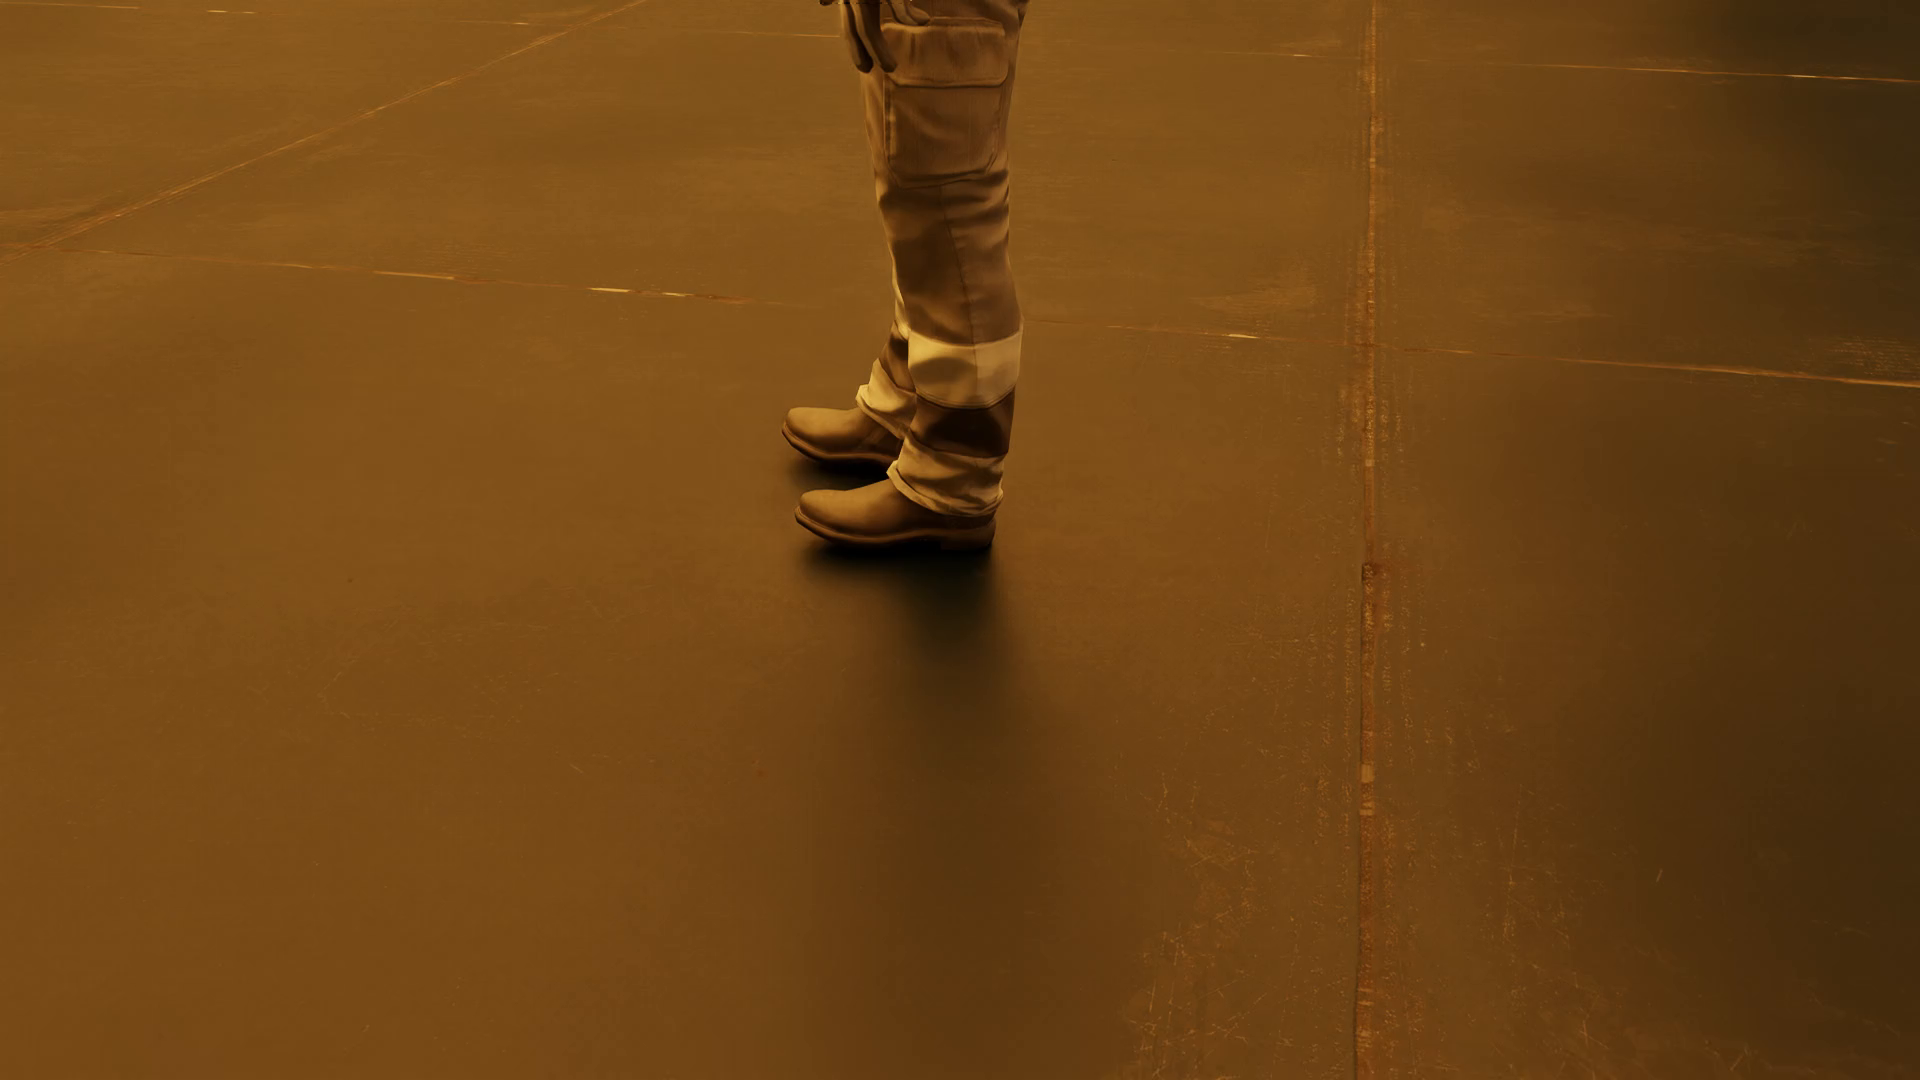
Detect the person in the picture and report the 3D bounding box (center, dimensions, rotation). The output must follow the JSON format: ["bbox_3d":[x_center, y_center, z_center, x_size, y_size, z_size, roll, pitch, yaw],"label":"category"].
[{"bbox_3d":[-0.077,-0.817,2.119,0.562,1.789,0.638,6,27,11],"label":"person"}]
